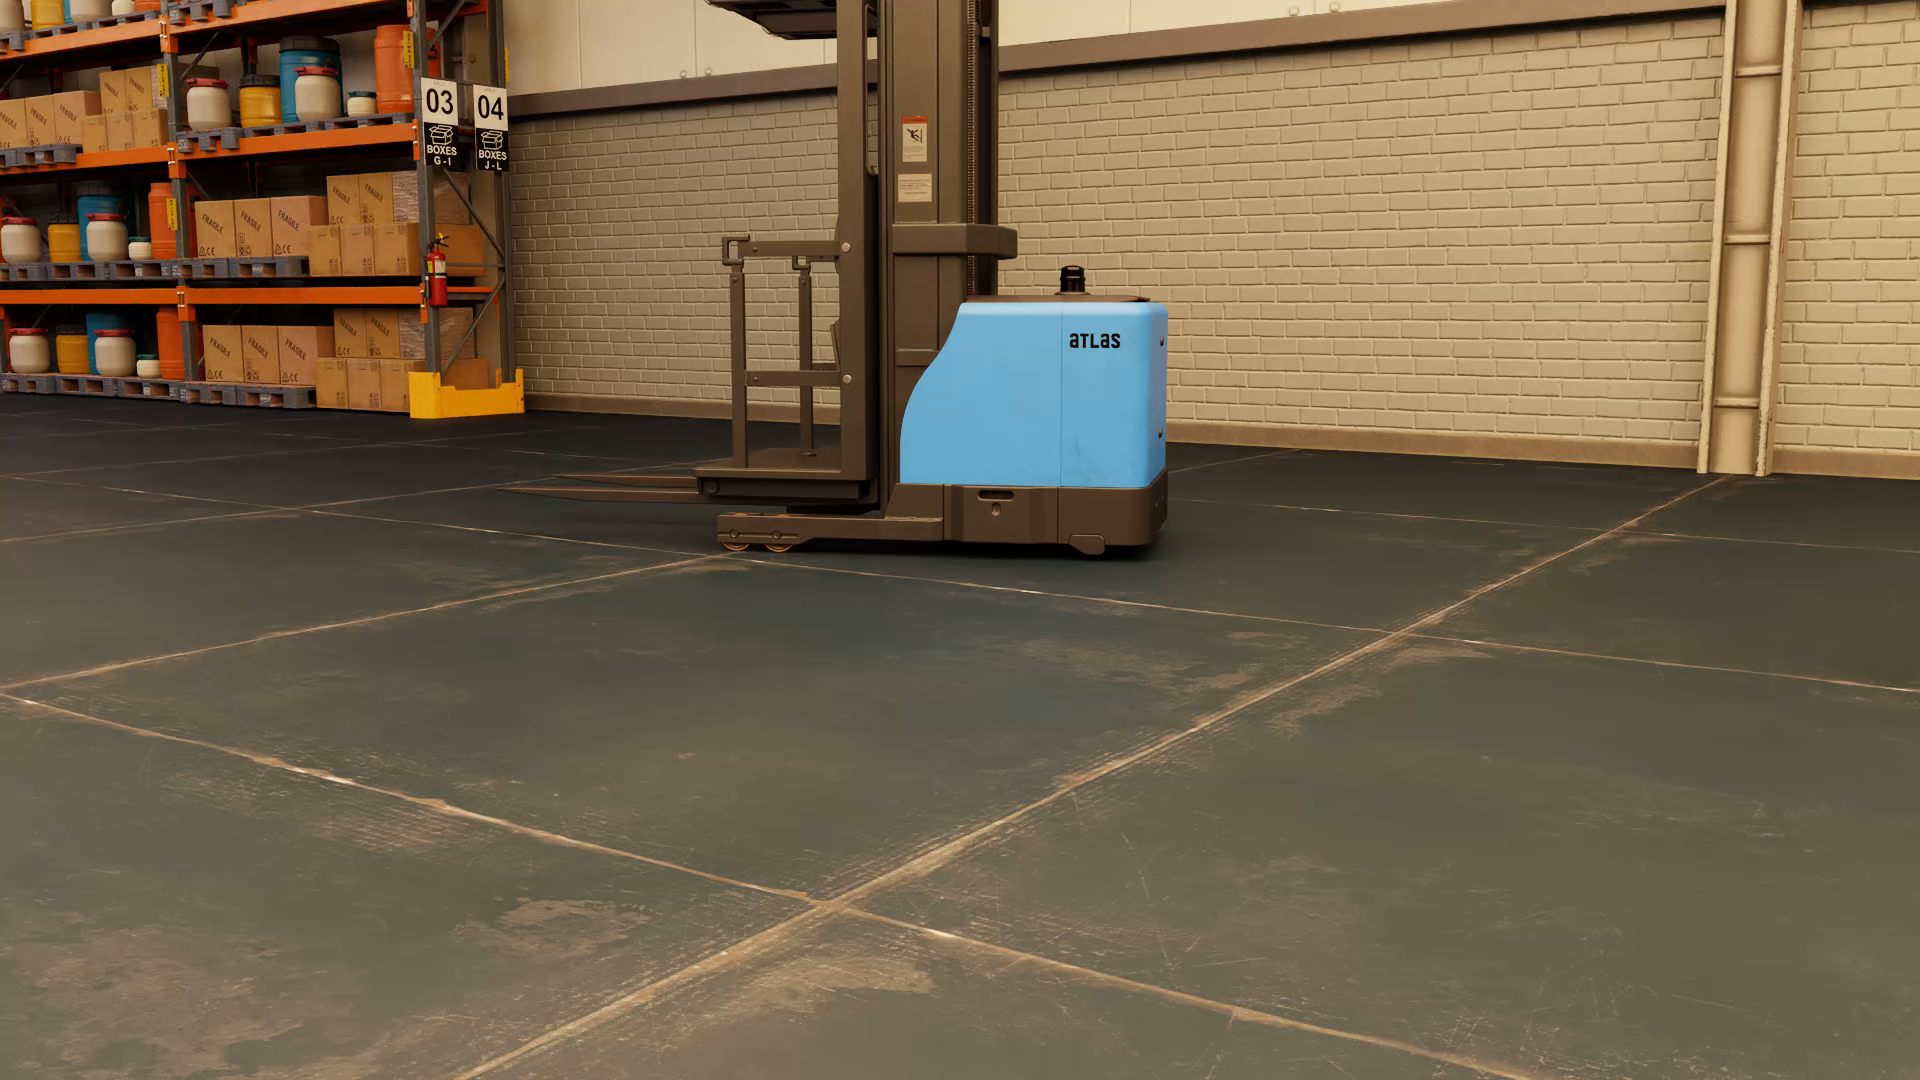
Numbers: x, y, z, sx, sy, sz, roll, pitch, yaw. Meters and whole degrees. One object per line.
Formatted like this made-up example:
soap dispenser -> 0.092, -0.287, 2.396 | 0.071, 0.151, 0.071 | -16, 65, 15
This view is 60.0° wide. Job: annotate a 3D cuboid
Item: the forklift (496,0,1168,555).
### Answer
forklift -> -0.596, -1.469, 7.520 | 3.031, 2.935, 1.130 | 2, 8, 12
